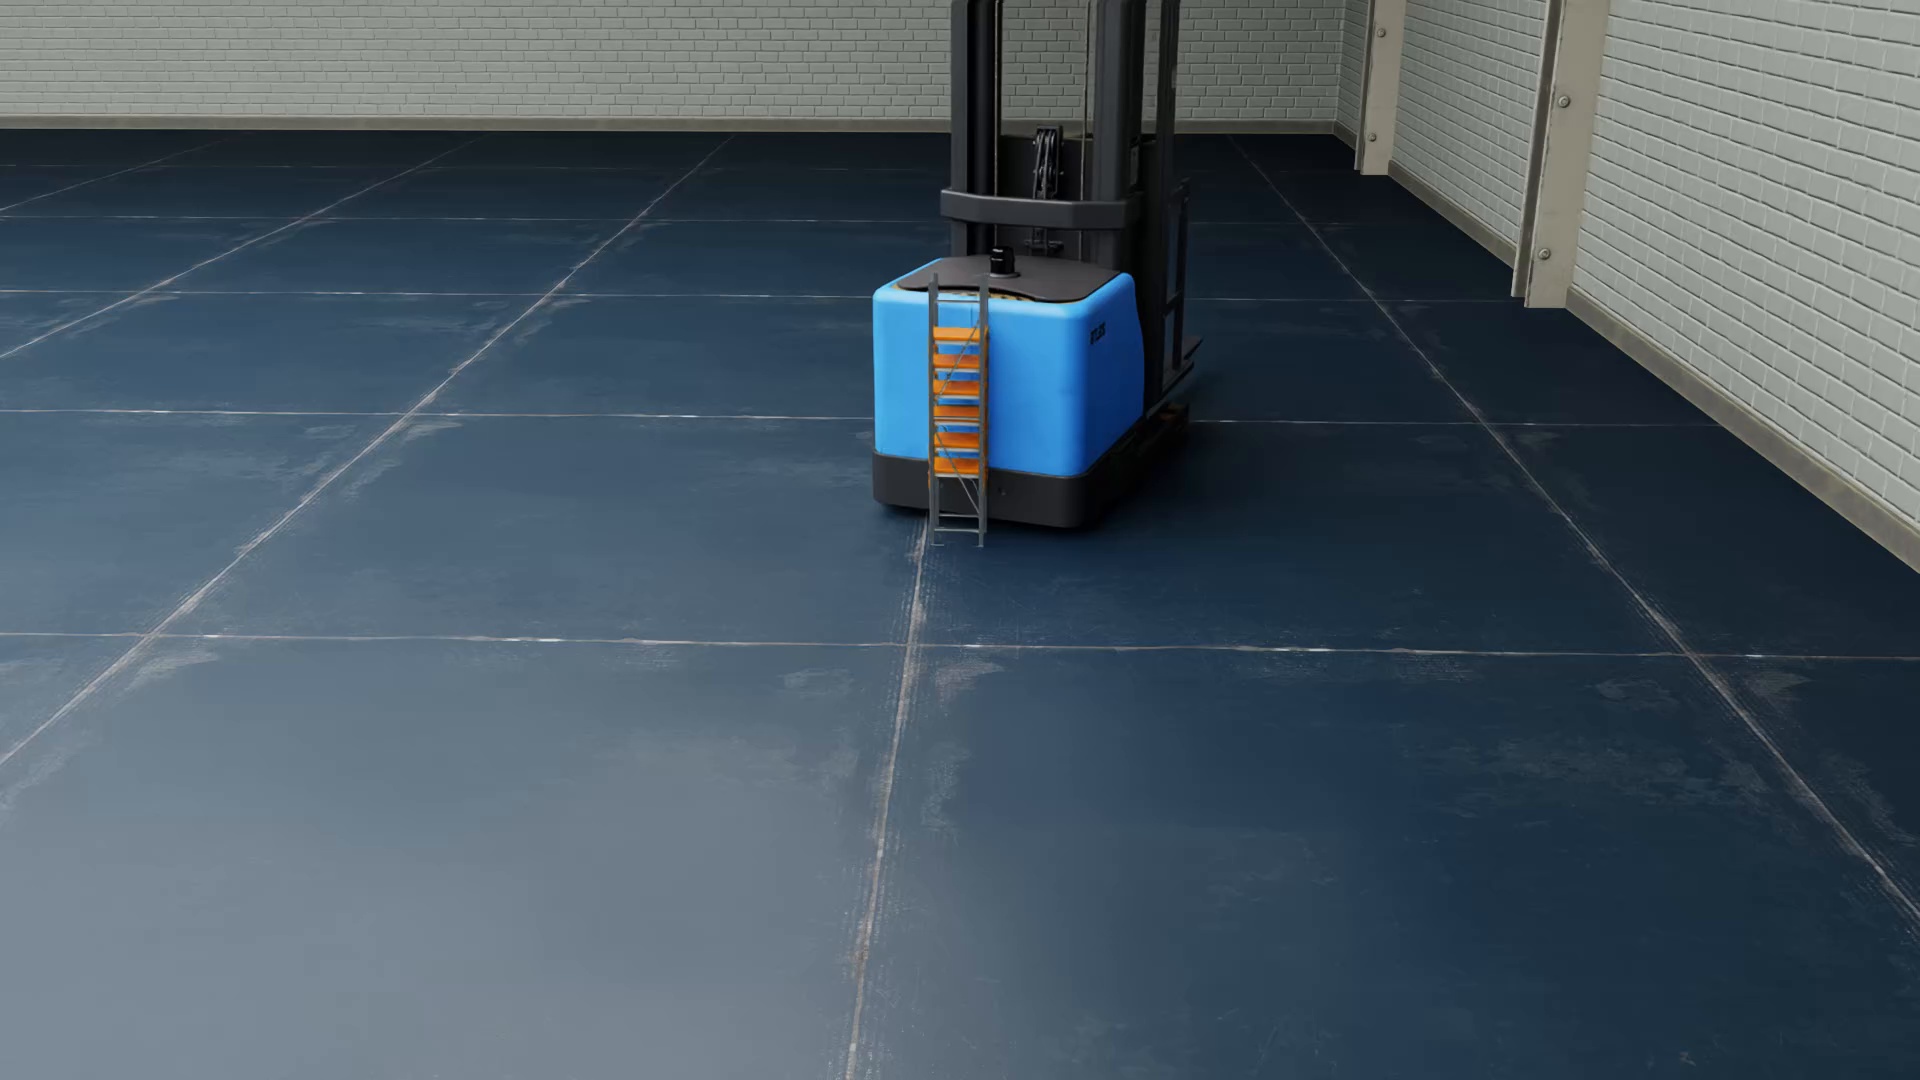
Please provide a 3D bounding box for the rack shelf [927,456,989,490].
[{"bbox_3d":[-0.006,-0.296,7.419,0.258,0.103,0.180,2,21,6],"label":"rack shelf"}]

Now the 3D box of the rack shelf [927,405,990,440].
[{"bbox_3d":[-0.006,-0.520,7.332,0.258,0.103,0.180,2,21,6],"label":"rack shelf"}]

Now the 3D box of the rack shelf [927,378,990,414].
[{"bbox_3d":[-0.006,-0.632,7.289,0.258,0.103,0.180,2,21,6],"label":"rack shelf"}]

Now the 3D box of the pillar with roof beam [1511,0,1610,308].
[{"bbox_3d":[-0.137,-5.957,10.442,9.100,9.000,0.400,1,21,2],"label":"pillar with roof beam"}]

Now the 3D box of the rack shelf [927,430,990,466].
[{"bbox_3d":[-0.006,-0.408,7.376,0.258,0.103,0.180,2,21,6],"label":"rack shelf"}]

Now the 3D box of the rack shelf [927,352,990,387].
[{"bbox_3d":[-0.006,-0.743,7.246,0.258,0.103,0.180,2,21,6],"label":"rack shelf"}]

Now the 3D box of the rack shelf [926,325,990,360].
[{"bbox_3d":[-0.006,-0.855,7.202,0.258,0.103,0.180,2,21,6],"label":"rack shelf"}]

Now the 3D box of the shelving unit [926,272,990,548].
[{"bbox_3d":[-0.006,-0.561,7.316,0.258,1.200,0.189,2,21,6],"label":"shelving unit"}]

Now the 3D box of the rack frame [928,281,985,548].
[{"bbox_3d":[-0.015,-0.528,7.231,0.240,1.200,0.006,2,21,6],"label":"rack frame"}]

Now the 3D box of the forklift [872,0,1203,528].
[{"bbox_3d":[0.600,-1.921,8.429,1.130,2.935,3.031,8,23,20],"label":"forklift"}]

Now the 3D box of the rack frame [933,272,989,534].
[{"bbox_3d":[0.004,-0.594,7.401,0.240,1.200,0.006,2,21,6],"label":"rack frame"}]

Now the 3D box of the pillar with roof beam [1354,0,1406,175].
[{"bbox_3d":[0.046,-8.126,16.033,9.100,9.000,0.400,1,21,2],"label":"pillar with roof beam"}]
